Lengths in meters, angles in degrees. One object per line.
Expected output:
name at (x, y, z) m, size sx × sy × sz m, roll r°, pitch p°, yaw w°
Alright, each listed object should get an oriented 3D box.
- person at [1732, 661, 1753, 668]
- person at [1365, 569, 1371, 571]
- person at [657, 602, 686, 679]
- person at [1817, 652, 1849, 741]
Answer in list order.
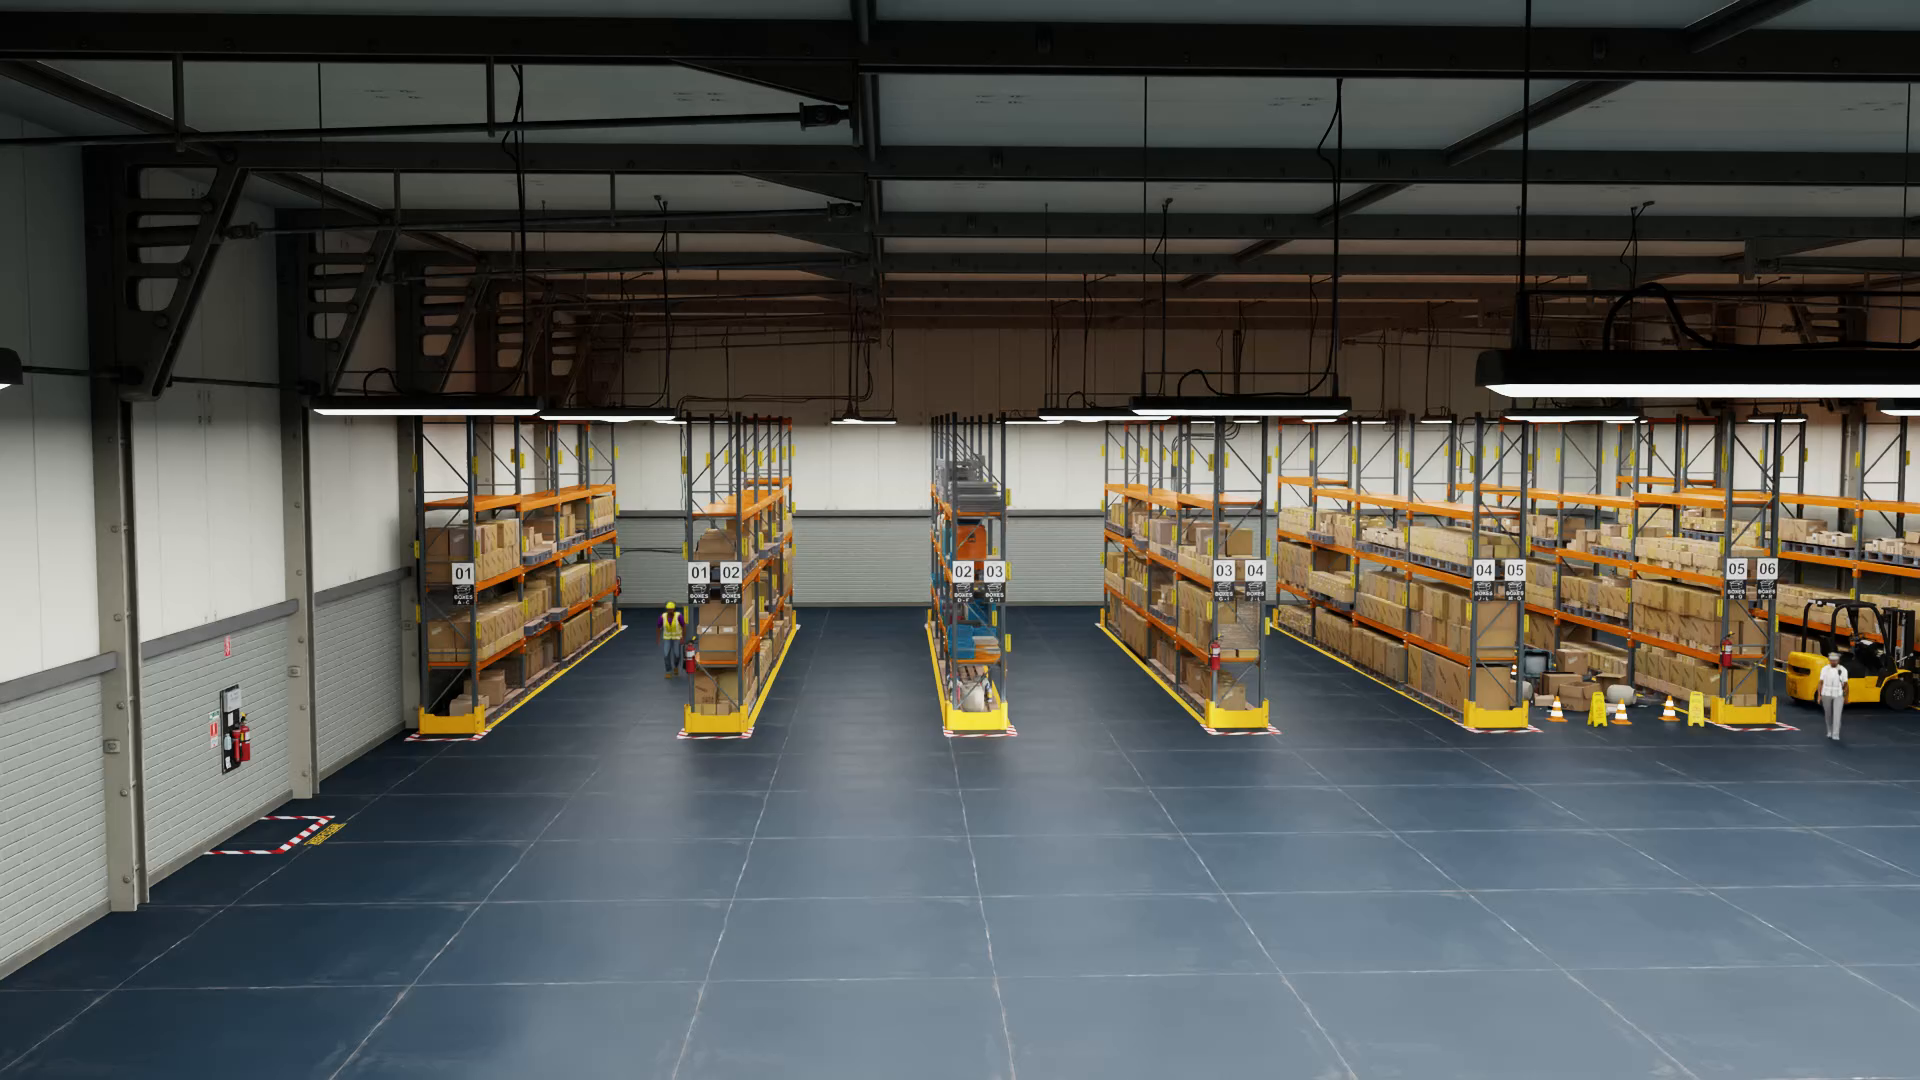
person at (17.053, 2.436, 36.147) m, size 0.541 × 1.785 × 0.598 m, roll 0°, pitch 4°, yaw -7°
person at (11.521, 1.674, 46.904) m, size 0.573 × 1.719 × 0.457 m, roll -3°, pitch 5°, yaw -37°
person at (-6.603, 2.271, 38.067) m, size 0.672 × 1.742 × 0.619 m, roll 0°, pitch 4°, yaw -3°
person at (15.854, 2.841, 30.230) m, size 0.474 × 1.610 × 1.045 m, roll 3°, pitch 5°, yaw 38°
